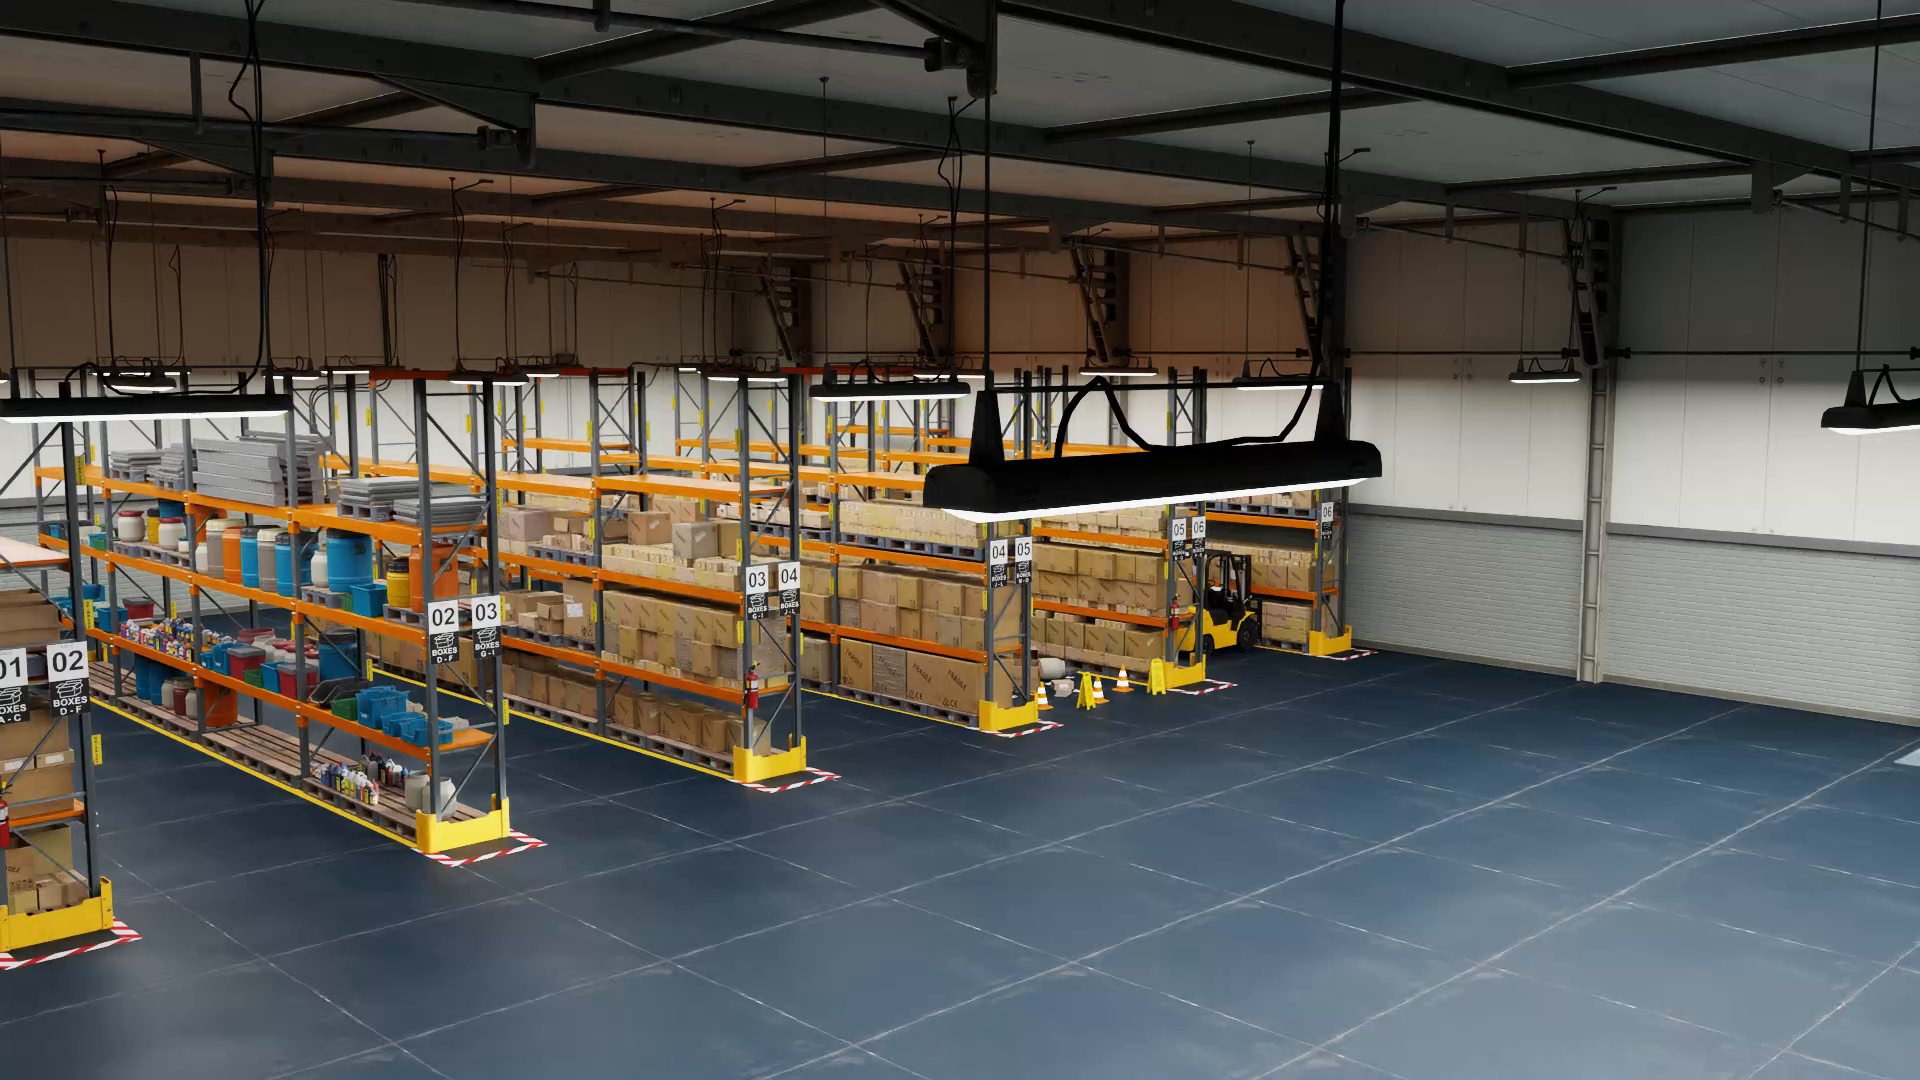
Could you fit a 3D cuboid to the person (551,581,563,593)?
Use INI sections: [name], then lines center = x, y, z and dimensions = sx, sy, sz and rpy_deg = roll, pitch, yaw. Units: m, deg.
[person]
center = -10.274, 0.665, 42.761
dimensions = 0.711, 1.726, 0.637
rpy_deg = 2, 7, 18
